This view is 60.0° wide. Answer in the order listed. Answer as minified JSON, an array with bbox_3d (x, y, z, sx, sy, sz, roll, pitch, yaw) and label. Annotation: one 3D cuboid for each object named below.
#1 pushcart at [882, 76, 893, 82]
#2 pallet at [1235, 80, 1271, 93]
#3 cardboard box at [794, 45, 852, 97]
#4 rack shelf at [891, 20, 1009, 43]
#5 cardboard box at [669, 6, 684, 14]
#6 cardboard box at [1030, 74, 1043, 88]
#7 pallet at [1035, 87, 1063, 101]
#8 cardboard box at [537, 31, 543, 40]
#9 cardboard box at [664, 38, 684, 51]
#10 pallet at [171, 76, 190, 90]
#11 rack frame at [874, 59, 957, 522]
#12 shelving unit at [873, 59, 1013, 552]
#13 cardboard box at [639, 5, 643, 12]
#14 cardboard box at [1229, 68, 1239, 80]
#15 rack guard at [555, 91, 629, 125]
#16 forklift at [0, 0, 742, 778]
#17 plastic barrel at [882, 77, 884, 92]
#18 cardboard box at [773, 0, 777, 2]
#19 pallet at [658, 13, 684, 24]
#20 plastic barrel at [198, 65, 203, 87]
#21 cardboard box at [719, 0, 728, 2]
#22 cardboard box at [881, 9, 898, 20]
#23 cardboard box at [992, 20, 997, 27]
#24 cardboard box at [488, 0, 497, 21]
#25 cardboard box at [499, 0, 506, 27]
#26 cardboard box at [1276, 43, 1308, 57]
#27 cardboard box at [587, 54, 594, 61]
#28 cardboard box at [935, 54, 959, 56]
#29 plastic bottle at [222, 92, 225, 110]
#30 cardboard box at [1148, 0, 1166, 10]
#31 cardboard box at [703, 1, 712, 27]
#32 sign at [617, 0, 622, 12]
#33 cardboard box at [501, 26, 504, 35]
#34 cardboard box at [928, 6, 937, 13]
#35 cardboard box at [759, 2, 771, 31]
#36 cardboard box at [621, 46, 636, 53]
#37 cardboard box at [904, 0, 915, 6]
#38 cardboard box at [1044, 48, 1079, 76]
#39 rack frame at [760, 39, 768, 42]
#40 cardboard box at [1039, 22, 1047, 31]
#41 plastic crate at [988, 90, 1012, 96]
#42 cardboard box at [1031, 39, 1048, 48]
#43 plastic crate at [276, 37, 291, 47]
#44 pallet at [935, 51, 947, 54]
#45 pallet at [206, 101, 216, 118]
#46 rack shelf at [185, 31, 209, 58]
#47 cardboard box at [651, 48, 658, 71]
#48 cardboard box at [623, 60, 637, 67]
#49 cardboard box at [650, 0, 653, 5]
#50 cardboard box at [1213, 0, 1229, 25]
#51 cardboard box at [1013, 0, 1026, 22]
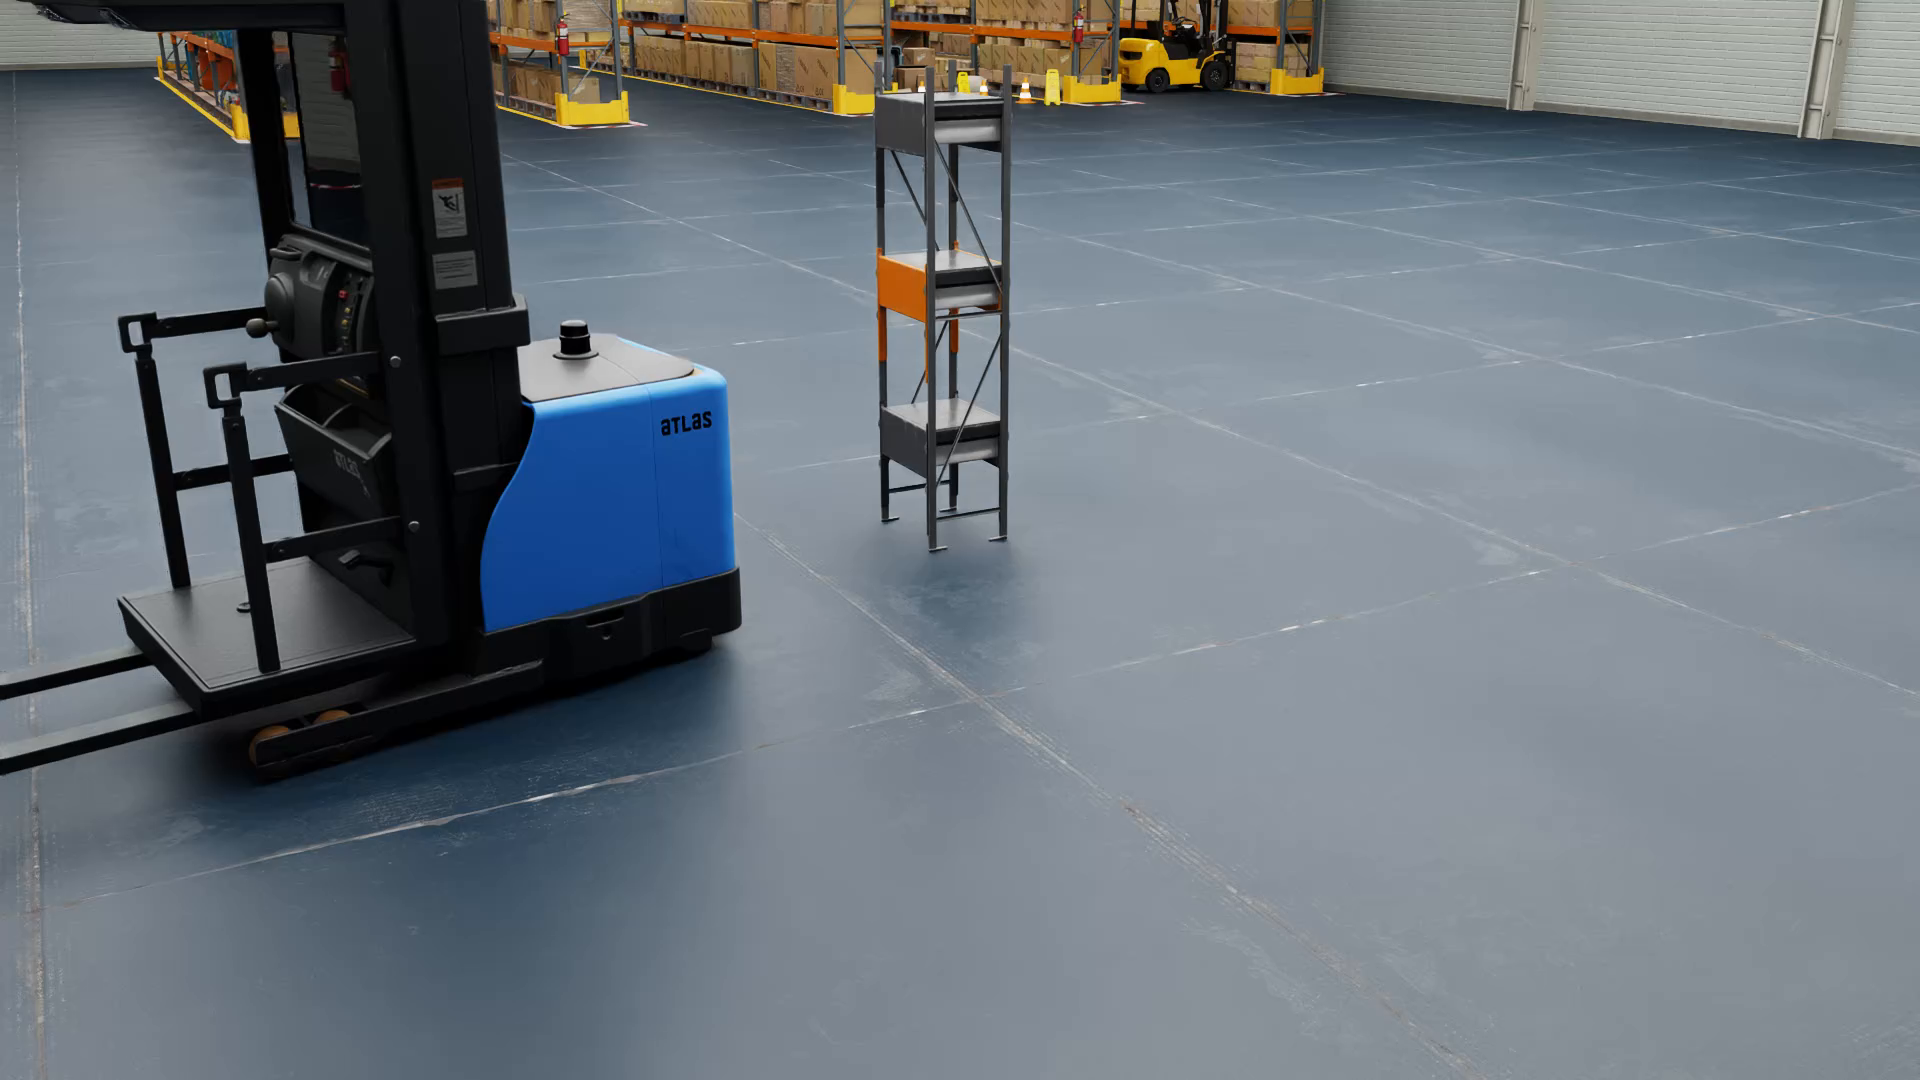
[{"bbox_3d":[-1.280,-9.472,34.503,0.936,0.377,1.648,16,25,39],"label":"pushcart"},{"bbox_3d":[6.569,-9.596,35.116,1.003,0.211,1.213,-10,21,-27],"label":"pallet"},{"bbox_3d":[-2.506,-8.766,31.050,0.875,0.875,0.875,-10,22,-28],"label":"cardboard box"},{"bbox_3d":[-0.247,-11.313,36.922,1.077,0.370,4.000,-10,21,-27],"label":"rack shelf"},{"bbox_3d":[-6.144,-11.582,36.339,0.380,0.149,0.250,-10,21,-26],"label":"cardboard box"},{"bbox_3d":[1.743,-9.170,33.179,0.500,0.250,0.500,-10,21,-26],"label":"cardboard box"},{"bbox_3d":[2.212,-8.873,33.023,1.003,0.211,1.213,-10,21,-27],"label":"pallet"},{"bbox_3d":[-7.044,-8.683,28.582,0.380,0.149,0.250,-10,21,-27],"label":"cardboard box"},{"bbox_3d":[-6.310,-11.102,37.246,0.500,0.250,0.500,-10,21,-26],"label":"cardboard box"},{"bbox_3d":[-16.560,-9.960,36.173,1.003,0.211,1.213,-10,21,-27],"label":"pallet"},{"bbox_3d":[-0.194,-1.110,7.630,0.400,2.100,0.015,-10,21,-27],"label":"rack frame"},{"bbox_3d":[-0.079,-1.040,7.427,0.431,2.100,0.503,-10,21,-27],"label":"shelving unit"},{"bbox_3d":[-7.130,-12.179,38.070,0.380,0.149,0.250,-11,22,-29],"label":"cardboard box"},{"bbox_3d":[6.010,-9.975,35.511,0.500,0.250,0.500,-10,21,-26],"label":"cardboard box"},{"bbox_3d":[-6.155,-7.236,27.835,1.175,0.500,0.348,-10,21,-27],"label":"rack guard"},{"bbox_3d":[-2.312,-0.807,5.477,3.031,2.935,1.130,-15,24,-37],"label":"forklift"},{"bbox_3d":[-1.717,-8.978,33.000,0.512,0.421,0.421,4,19,11],"label":"plastic barrel"},{"bbox_3d":[-3.097,-10.614,31.906,0.875,0.550,0.550,-10,21,-27],"label":"cardboard box"},{"bbox_3d":[-5.937,-11.529,36.739,1.213,0.211,1.003,-10,21,-27],"label":"pallet"},{"bbox_3d":[-14.871,-9.234,32.963,0.421,0.512,0.421,0,19,0],"label":"plastic barrel"},{"bbox_3d":[-4.571,-11.383,34.334,0.700,0.500,0.500,-10,22,-27],"label":"cardboard box"},{"bbox_3d":[-1.665,-12.262,38.797,0.500,0.250,0.500,-11,22,-29],"label":"cardboard box"},{"bbox_3d":[0.889,-10.684,34.381,0.380,0.149,0.250,-10,21,-27],"label":"cardboard box"},{"bbox_3d":[-8.272,-10.276,31.250,1.000,1.000,1.000,-10,21,-26],"label":"cardboard box"},{"bbox_3d":[-7.859,-9.593,30.225,0.875,0.500,0.500,-10,21,-27],"label":"cardboard box"},{"bbox_3d":[6.907,-10.240,34.746,0.500,0.250,0.500,-10,22,-27],"label":"cardboard box"},{"bbox_3d":[-9.337,-12.379,42.635,0.380,0.149,0.250,-10,21,-26],"label":"cardboard box"},{"bbox_3d":[-0.579,-10.809,37.744,0.950,0.372,0.625,-10,22,-28],"label":"cardboard box"},{"bbox_3d":[-12.228,-7.297,27.669,0.061,0.283,0.133,-9,21,-24],"label":"plastic bottle"},{"bbox_3d":[4.611,-12.116,37.608,0.500,0.250,0.500,-10,22,-28],"label":"cardboard box"},{"bbox_3d":[-5.046,-11.018,34.810,0.500,0.500,0.500,-10,21,-27],"label":"cardboard box"},{"bbox_3d":[-5.642,-8.889,27.467,0.100,0.325,0.005,-10,21,-27],"label":"sign"},{"bbox_3d":[-8.181,-9.317,30.419,0.380,0.149,0.250,-10,21,-27],"label":"cardboard box"},{"bbox_3d":[-0.481,-11.714,36.721,0.380,0.149,0.250,-9,21,-25],"label":"cardboard box"},{"bbox_3d":[-3.420,-10.250,32.508,0.875,0.550,0.550,-10,21,-27],"label":"cardboard box"},{"bbox_3d":[-7.958,-11.841,40.163,0.380,0.149,0.250,-10,21,-26],"label":"cardboard box"},{"bbox_3d":[-0.933,-12.300,37.426,0.500,0.500,0.500,-9,21,-24],"label":"cardboard box"},{"bbox_3d":[1.993,-9.374,32.620,0.500,0.500,0.500,-10,21,-26],"label":"cardboard box"},{"bbox_3d":[-4.995,-14.524,45.124,1.000,3.000,0.127,-10,21,-27],"label":"rack frame"},{"bbox_3d":[1.767,-10.088,32.653,0.380,0.149,0.250,-10,21,-26],"label":"cardboard box"},{"bbox_3d":[0.727,-9.121,33.943,0.583,0.080,0.402,16,25,39],"label":"plastic crate"},{"bbox_3d":[1.643,-9.848,33.000,0.380,0.149,0.250,-10,21,-26],"label":"cardboard box"},{"bbox_3d":[-10.620,-7.811,26.073,0.298,0.136,0.250,-10,21,-27],"label":"plastic crate"},{"bbox_3d":[-0.213,-13.725,47.084,1.003,0.211,1.213,-10,21,-27],"label":"pallet"},{"bbox_3d":[-12.784,-7.678,29.560,1.003,0.211,1.213,-10,21,-27],"label":"pallet"},{"bbox_3d":[-13.327,-9.011,30.250,1.077,0.370,4.000,-10,21,-27],"label":"rack shelf"},{"bbox_3d":[-6.773,-11.044,38.226,0.500,0.500,0.500,-10,21,-26],"label":"cardboard box"},{"bbox_3d":[-7.890,-11.491,40.060,0.380,0.149,0.250,-10,21,-26],"label":"cardboard box"},{"bbox_3d":[-6.755,-12.093,37.365,0.380,0.149,0.250,-9,21,-25],"label":"cardboard box"},{"bbox_3d":[5.774,-11.289,35.595,0.500,0.500,0.500,-10,21,-26],"label":"cardboard box"},{"bbox_3d":[1.410,-10.669,33.342,0.500,0.500,0.500,-10,21,-26],"label":"cardboard box"}]
